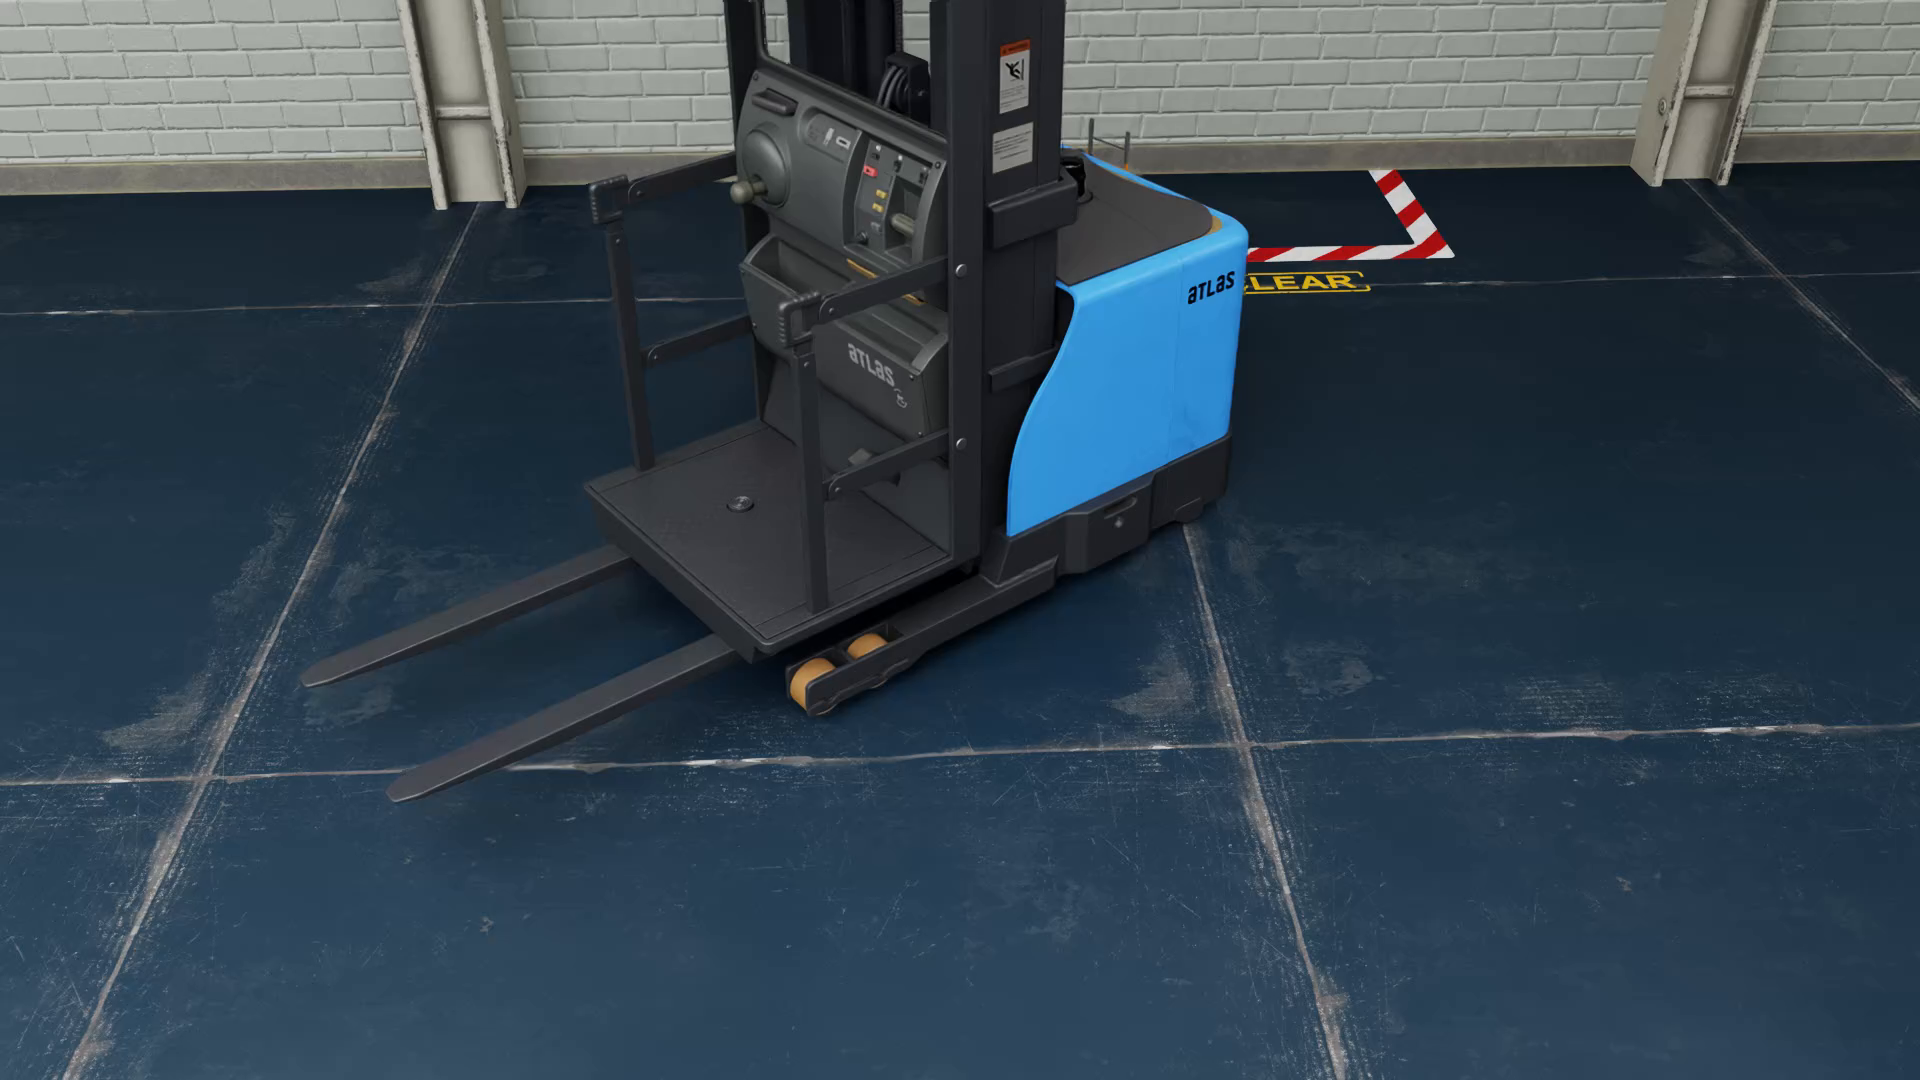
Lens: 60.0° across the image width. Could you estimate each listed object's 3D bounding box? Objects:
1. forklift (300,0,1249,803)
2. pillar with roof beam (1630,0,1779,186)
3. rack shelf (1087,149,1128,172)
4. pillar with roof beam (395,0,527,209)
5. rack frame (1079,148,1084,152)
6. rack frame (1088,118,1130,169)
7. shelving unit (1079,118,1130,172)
[{"bbox_3d":[-0.517,-1.022,4.651,3.031,2.935,1.130,-25,42,-31],"label":"forklift"},{"bbox_3d":[3.842,-3.112,2.339,0.400,9.000,9.100,-2,35,-2],"label":"pillar with roof beam"},{"bbox_3d":[0.460,-1.271,6.184,0.240,0.259,0.215,-27,43,-34],"label":"rack shelf"},{"bbox_3d":[-2.151,-2.950,2.105,0.400,9.000,9.100,-2,35,-2],"label":"pillar with roof beam"},{"bbox_3d":[0.370,-0.999,6.271,0.008,1.050,0.200,-27,43,-34],"label":"rack frame"},{"bbox_3d":[0.550,-1.093,6.407,0.008,1.050,0.200,-27,43,-34],"label":"rack frame"},{"bbox_3d":[0.460,-1.046,6.339,0.252,1.050,0.215,-27,43,-34],"label":"shelving unit"}]
